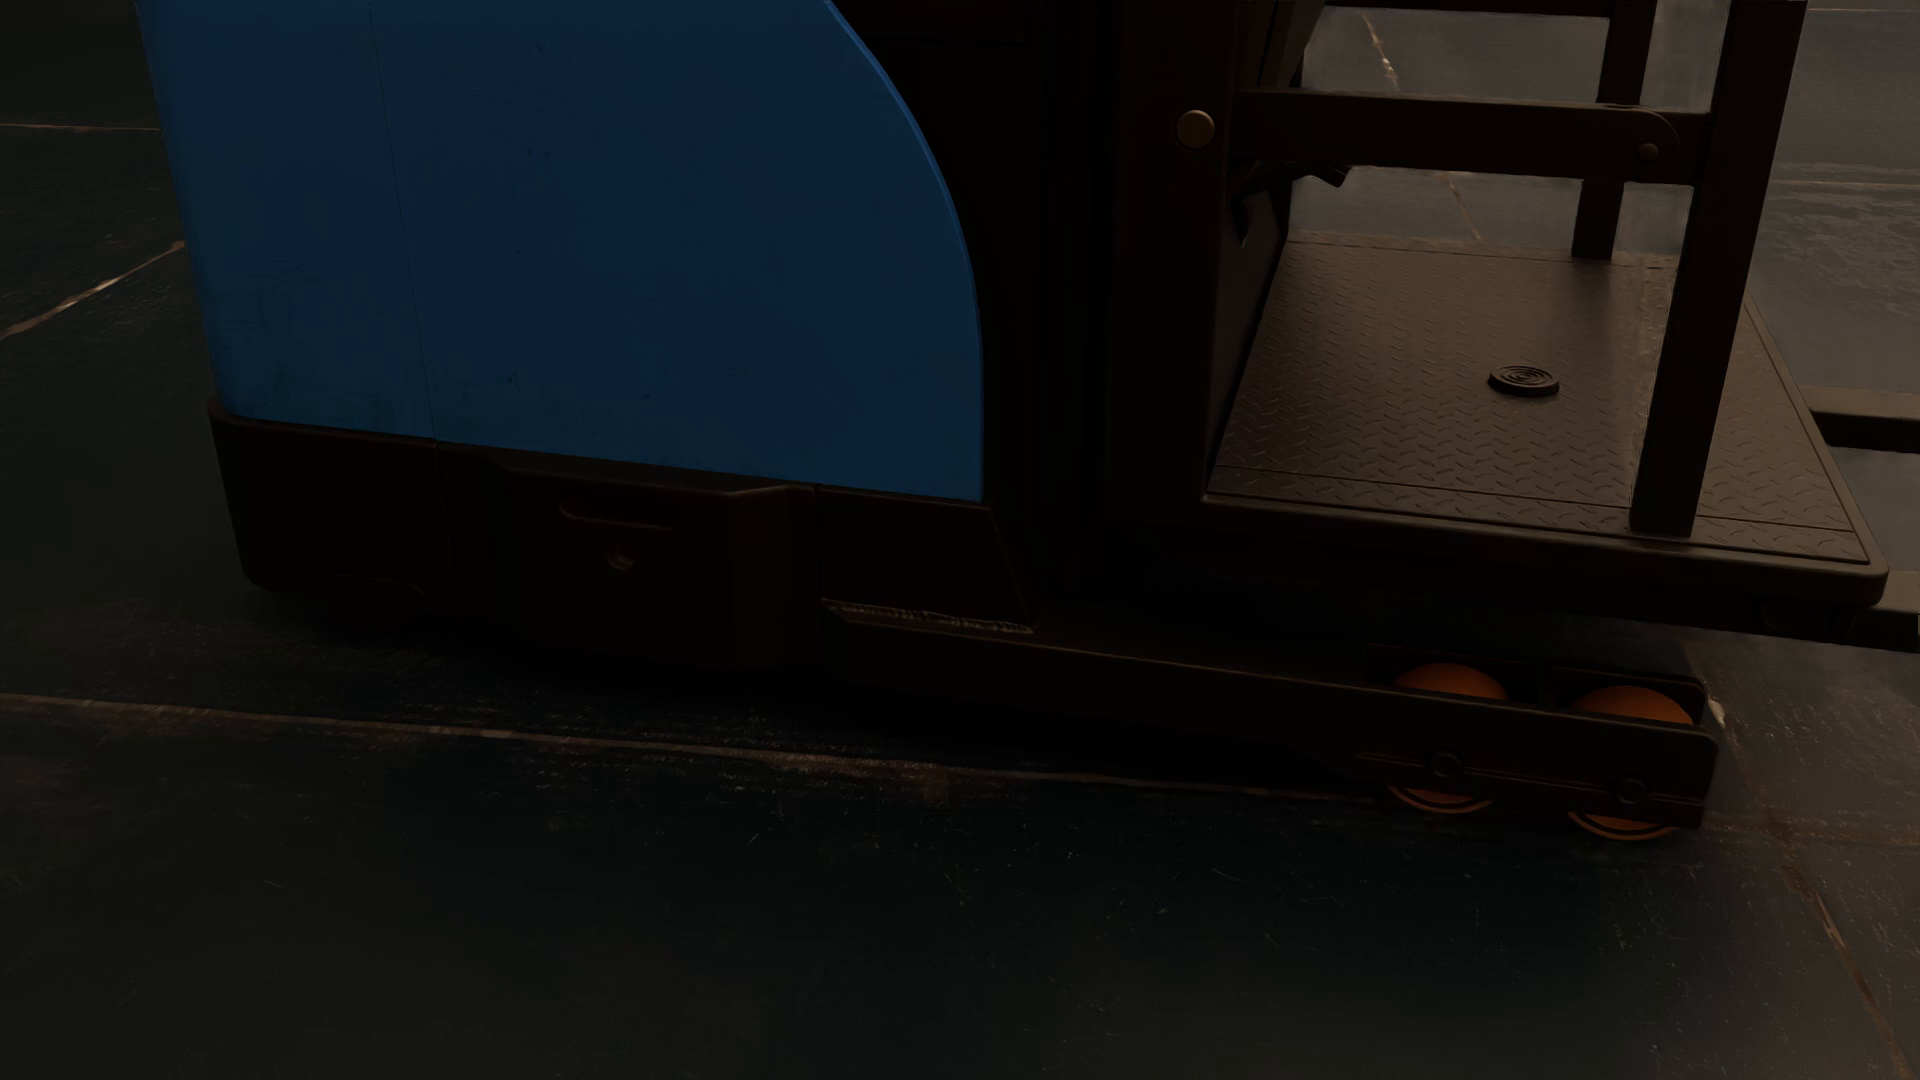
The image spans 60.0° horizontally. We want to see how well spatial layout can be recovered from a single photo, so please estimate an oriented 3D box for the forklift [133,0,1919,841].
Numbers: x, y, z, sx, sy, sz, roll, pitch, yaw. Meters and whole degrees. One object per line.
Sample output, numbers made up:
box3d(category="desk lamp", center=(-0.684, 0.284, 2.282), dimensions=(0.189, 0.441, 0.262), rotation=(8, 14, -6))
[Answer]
box3d(category="forklift", center=(0.592, -1.244, 1.710), dimensions=(3.031, 2.935, 1.130), rotation=(7, 27, 13))
